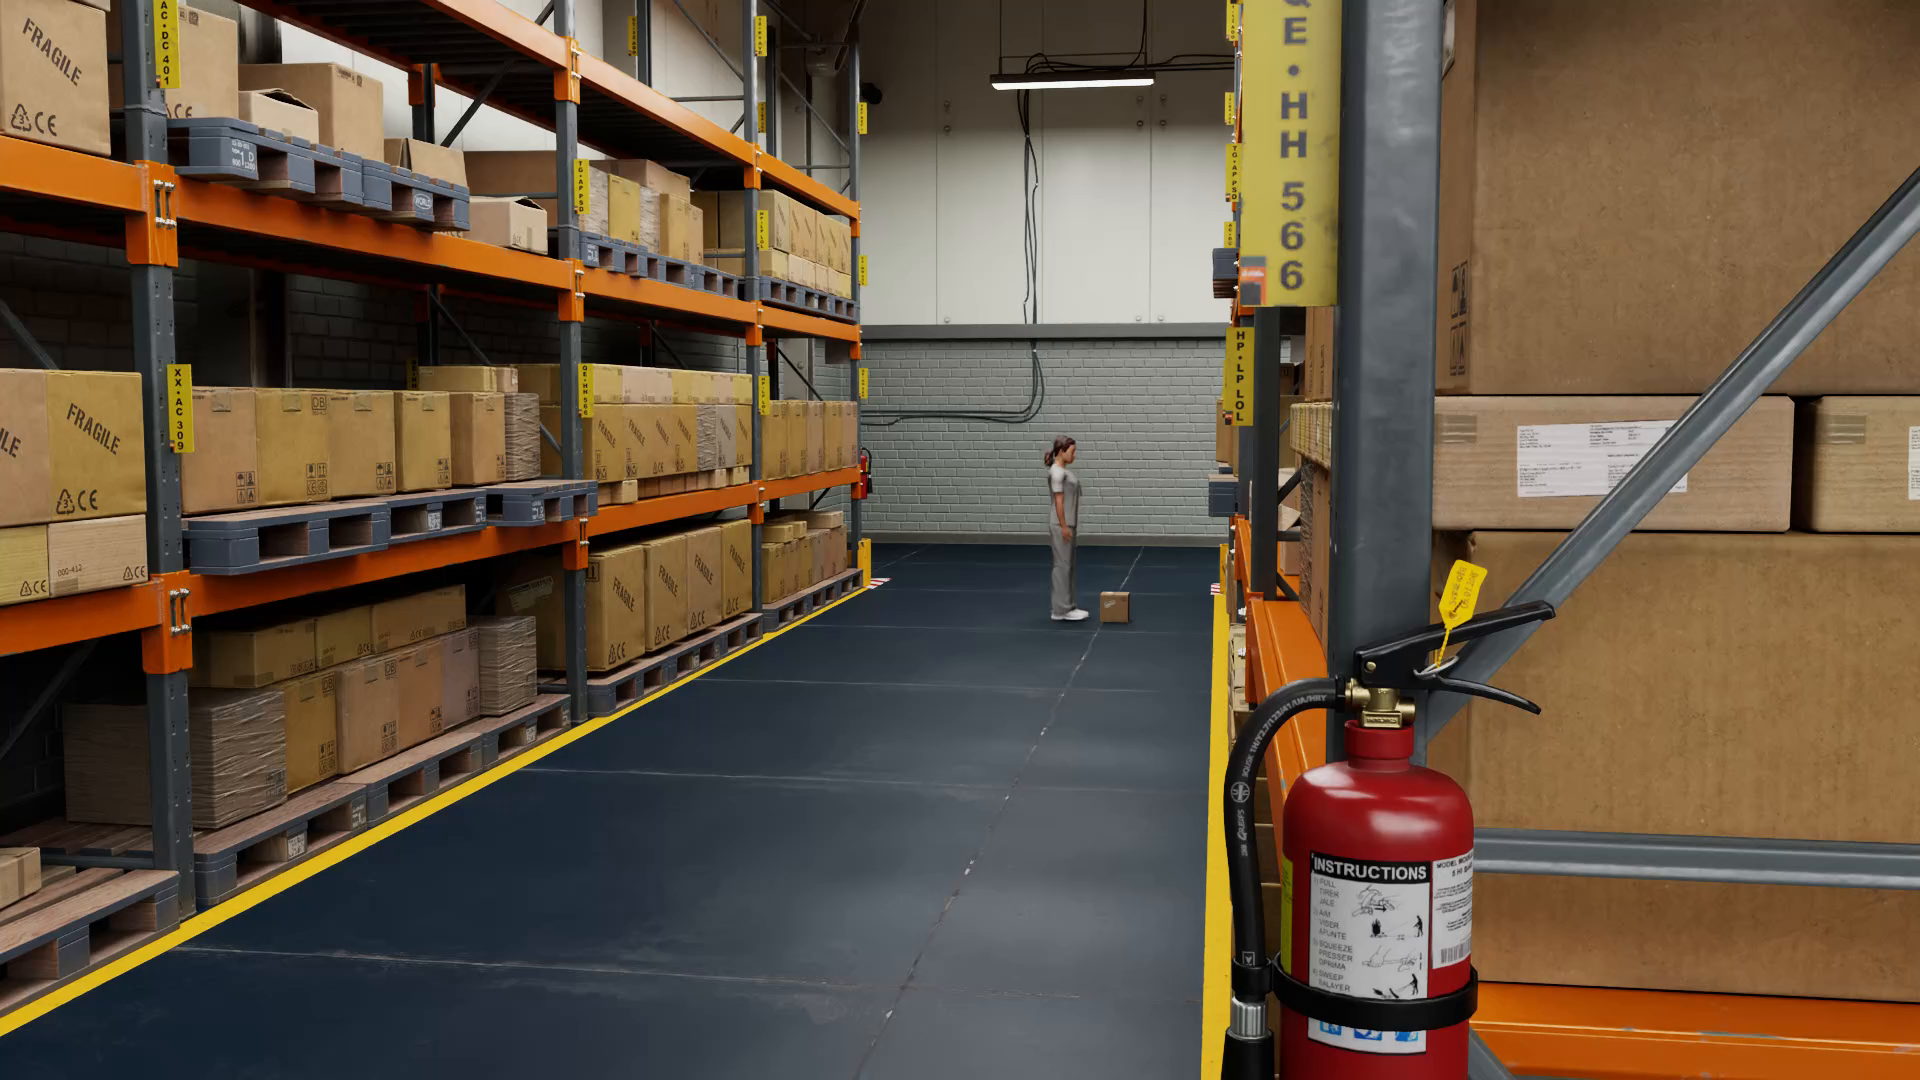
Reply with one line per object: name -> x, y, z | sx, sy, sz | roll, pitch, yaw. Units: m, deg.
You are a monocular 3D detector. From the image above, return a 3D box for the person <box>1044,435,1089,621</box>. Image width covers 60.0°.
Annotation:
person -> 0.961, -0.113, 15.172 | 0.415, 1.684, 0.442 | 1, 5, 10
